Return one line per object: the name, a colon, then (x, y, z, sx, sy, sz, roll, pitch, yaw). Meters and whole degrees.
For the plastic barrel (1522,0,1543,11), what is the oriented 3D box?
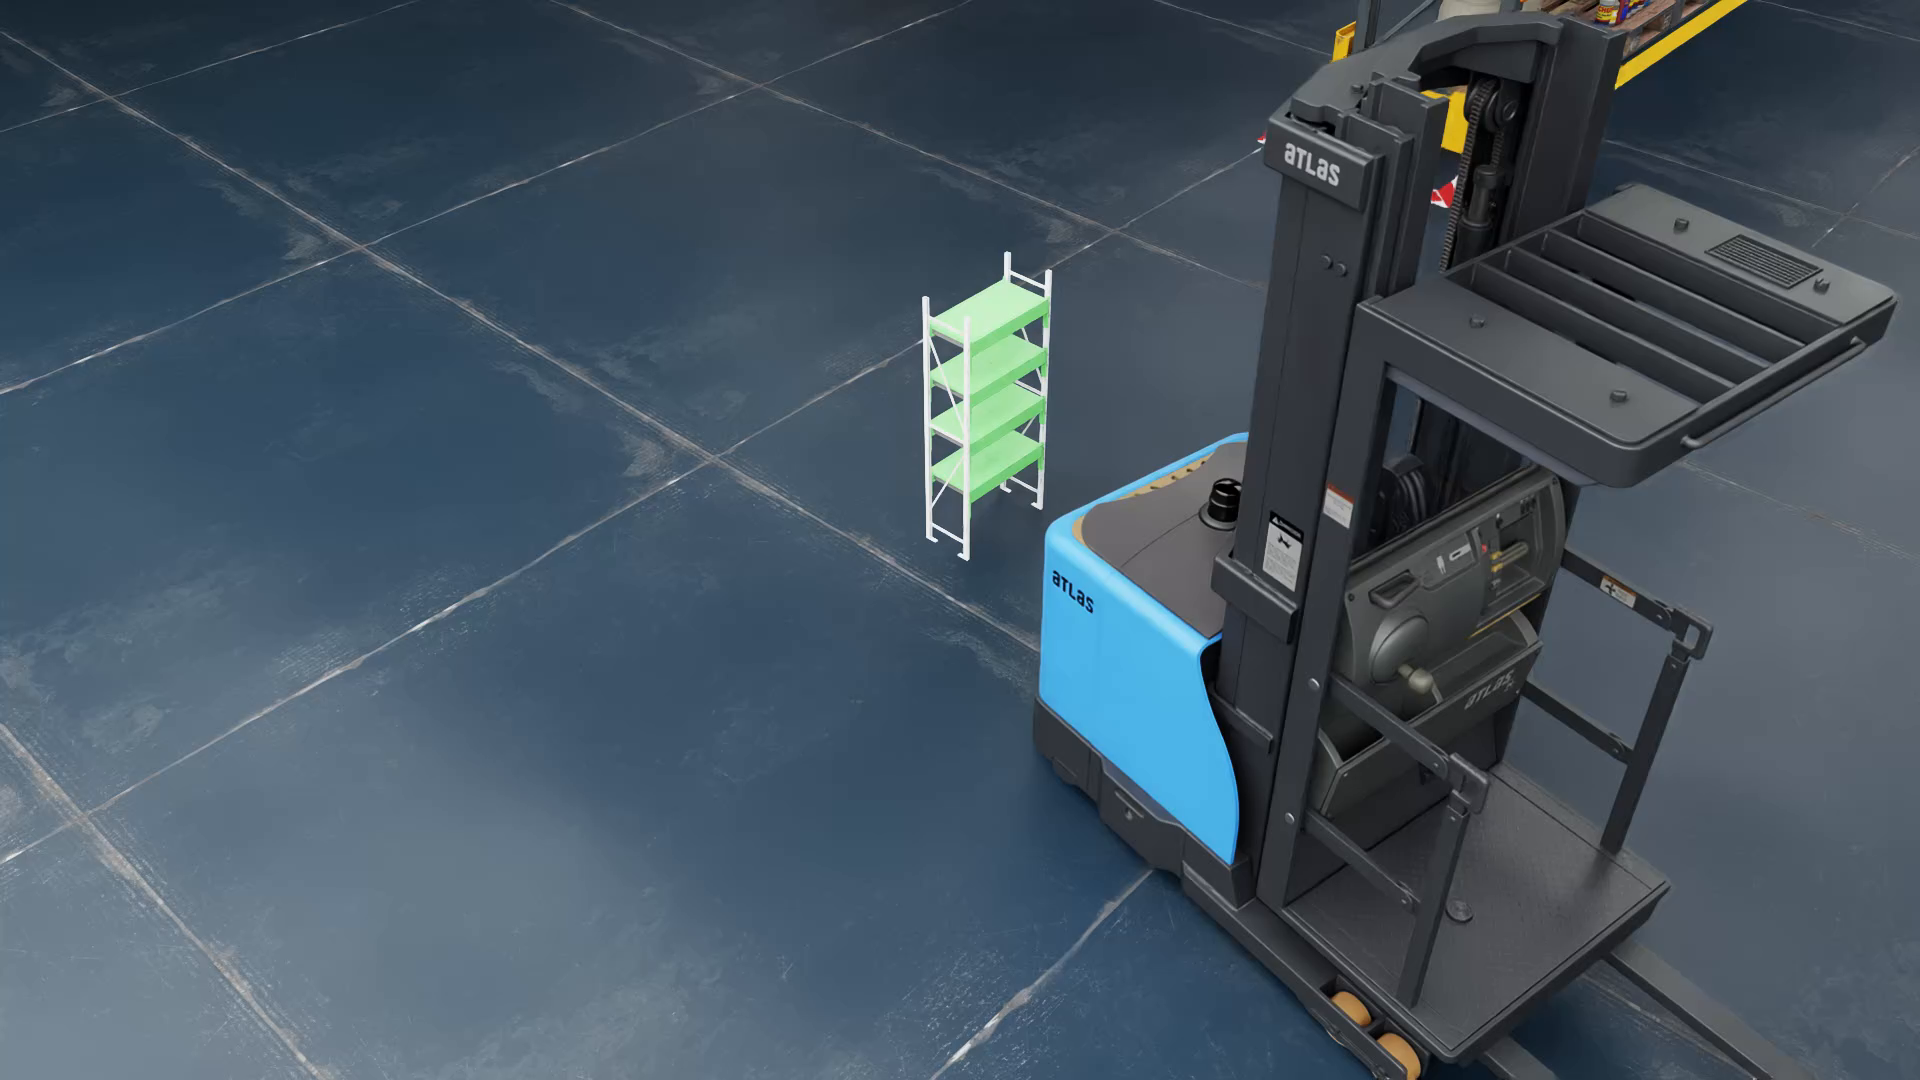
plastic barrel: (3.596, -3.500, 10.903, 0.421, 0.512, 0.421, 0, 38, 0)

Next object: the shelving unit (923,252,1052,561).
shelving unit: (0.112, -0.546, 6.972, 0.258, 1.200, 0.503, 30, 47, 32)

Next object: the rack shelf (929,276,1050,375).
rack shelf: (0.112, -0.871, 6.713, 0.258, 0.148, 0.480, 30, 47, 32)

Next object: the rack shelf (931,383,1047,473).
rack shelf: (0.112, -0.496, 7.012, 0.258, 0.148, 0.480, 30, 47, 32)

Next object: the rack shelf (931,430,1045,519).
rack shelf: (0.112, -0.308, 7.161, 0.258, 0.148, 0.480, 30, 47, 32)

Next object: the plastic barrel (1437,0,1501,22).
plastic barrel: (3.258, -3.270, 10.613, 0.421, 0.512, 0.421, 0, 38, 0)

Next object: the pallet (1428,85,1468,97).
pallet: (3.439, -3.079, 10.952, 1.003, 0.211, 1.213, 30, 47, 32)

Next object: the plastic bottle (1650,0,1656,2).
plastic bottle: (4.827, -3.867, 11.598, 0.097, 0.201, 0.097, 0, 38, 0)

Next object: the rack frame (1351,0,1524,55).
rack frame: (2.870, -3.744, 9.549, 1.000, 3.000, 0.127, 30, 47, 32)

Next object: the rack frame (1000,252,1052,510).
rack frame: (0.276, -0.658, 7.113, 0.240, 1.200, 0.015, 30, 47, 32)

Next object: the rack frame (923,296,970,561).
rack frame: (-0.053, -0.434, 6.831, 0.240, 1.200, 0.015, 30, 47, 32)

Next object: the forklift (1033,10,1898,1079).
forklift: (1.560, 0.190, 4.656, 1.130, 2.935, 3.031, -25, 45, -28)

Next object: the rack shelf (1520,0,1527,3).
rack shelf: (4.219, -4.382, 10.928, 1.077, 0.370, 4.000, 30, 47, 32)

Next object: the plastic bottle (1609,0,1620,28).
plastic bottle: (4.393, -3.571, 11.226, 0.097, 0.201, 0.097, 0, 38, 0)

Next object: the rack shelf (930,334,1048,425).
rack shelf: (0.112, -0.684, 6.863, 0.258, 0.148, 0.480, 30, 47, 32)

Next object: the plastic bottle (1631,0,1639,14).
plastic bottle: (4.622, -3.754, 11.400, 0.097, 0.271, 0.097, 0, 38, 0)

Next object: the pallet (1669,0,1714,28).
pallet: (5.085, -4.200, 12.362, 1.003, 0.211, 1.213, 30, 47, 32)

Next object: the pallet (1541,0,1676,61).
pallet: (4.262, -3.637, 11.654, 1.003, 0.211, 1.213, 30, 47, 32)

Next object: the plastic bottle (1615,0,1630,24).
plastic bottle: (4.489, -3.652, 11.262, 0.061, 0.283, 0.133, 30, 48, 33)

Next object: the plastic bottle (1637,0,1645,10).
plastic bottle: (4.689, -3.772, 11.479, 0.097, 0.201, 0.097, 0, 38, 0)

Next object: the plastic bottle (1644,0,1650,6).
plastic bottle: (4.759, -3.847, 11.517, 0.097, 0.271, 0.097, 0, 38, 0)

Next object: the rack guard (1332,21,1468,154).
rack guard: (2.887, -2.821, 10.396, 1.175, 0.500, 0.348, 30, 47, 32)

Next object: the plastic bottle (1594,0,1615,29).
plastic bottle: (4.323, -3.551, 11.144, 0.097, 0.271, 0.097, 0, 38, 0)

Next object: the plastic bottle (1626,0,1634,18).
plastic bottle: (4.554, -3.708, 11.342, 0.097, 0.271, 0.097, 0, 38, 0)
